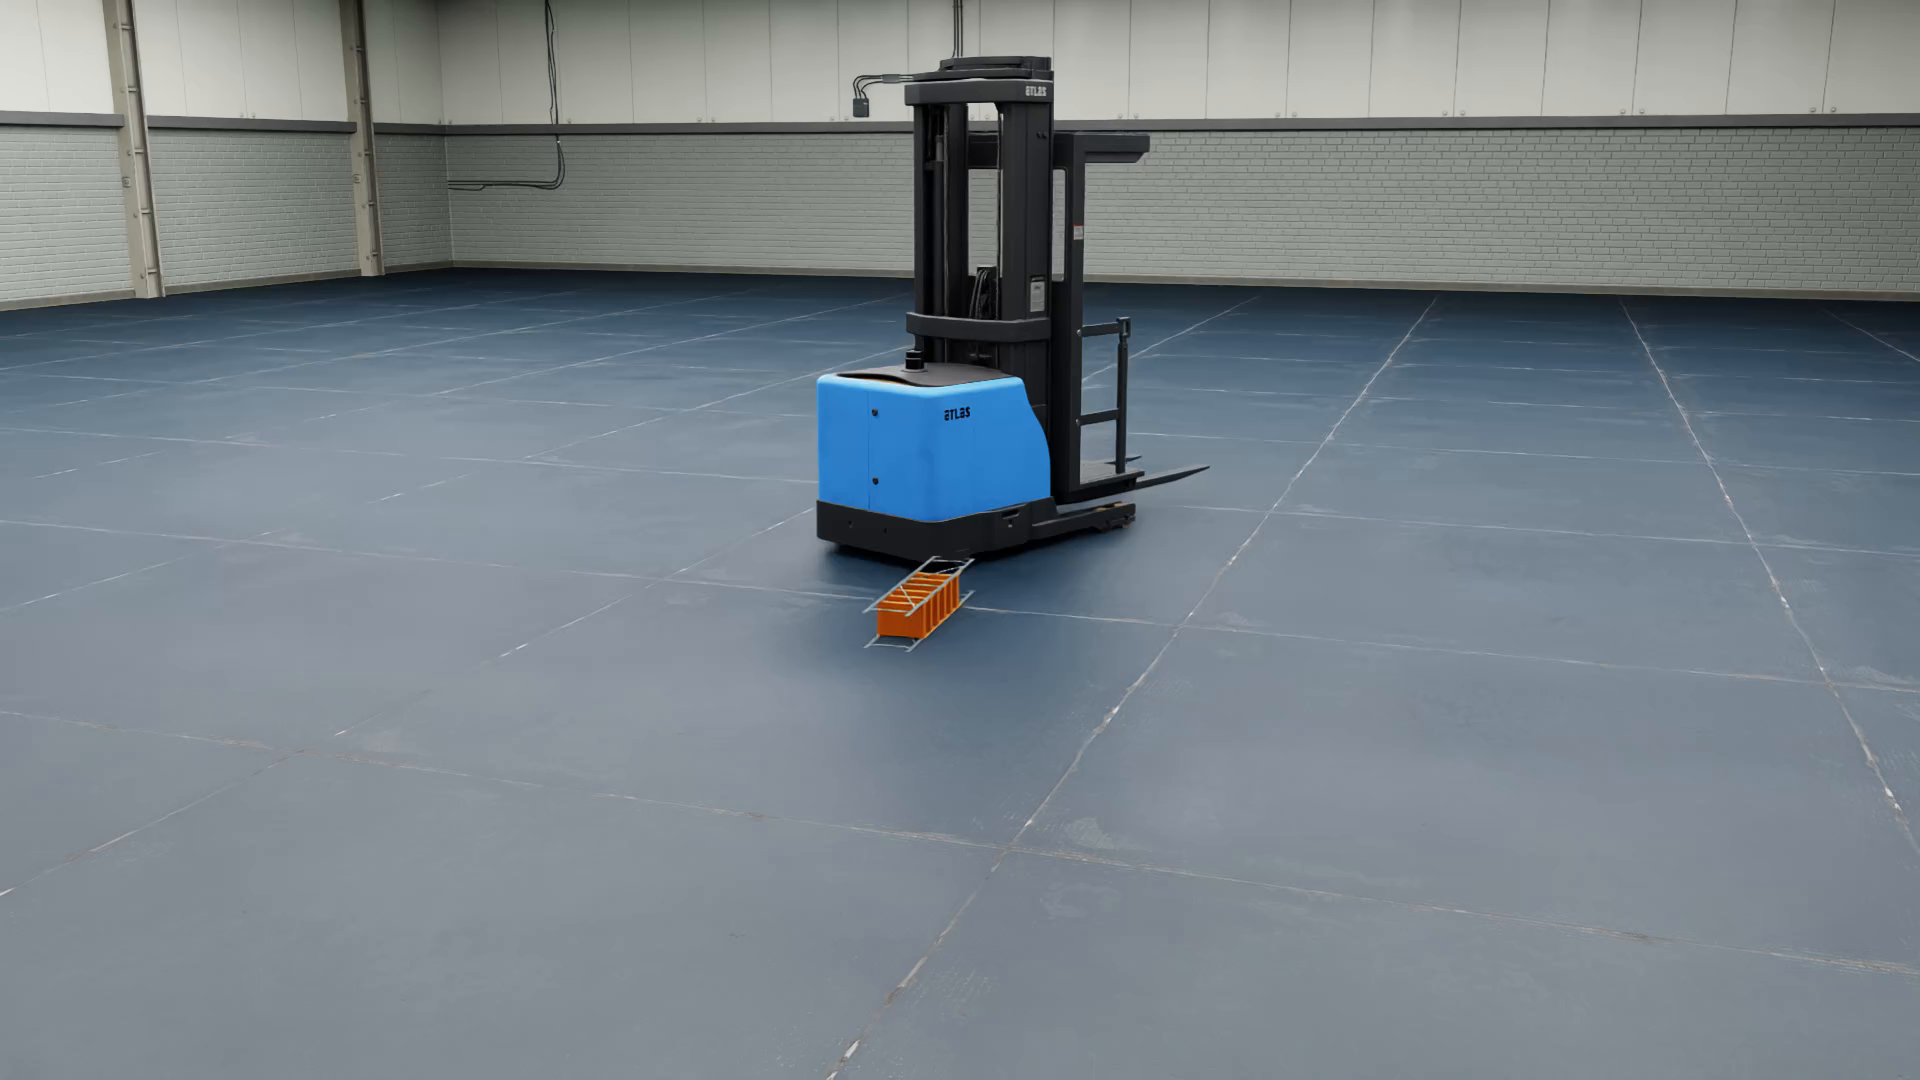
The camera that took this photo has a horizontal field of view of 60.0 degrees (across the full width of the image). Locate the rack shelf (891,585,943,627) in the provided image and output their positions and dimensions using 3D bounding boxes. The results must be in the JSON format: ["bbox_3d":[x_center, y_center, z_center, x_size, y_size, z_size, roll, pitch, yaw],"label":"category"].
[{"bbox_3d":[-0.220,0.337,8.573,0.258,0.180,0.103,4,14,16],"label":"rack shelf"}]

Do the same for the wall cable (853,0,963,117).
[{"bbox_3d":[-1.053,-11.396,32.553,2.305,6.003,0.169,4,14,18],"label":"wall cable"}]

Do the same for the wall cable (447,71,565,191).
[{"bbox_3d":[-10.031,-8.911,36.286,3.097,2.526,0.112,4,14,18],"label":"wall cable"}]

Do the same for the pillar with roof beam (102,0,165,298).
[{"bbox_3d":[-10.103,-8.327,26.747,9.100,9.000,0.400,4,14,18],"label":"pillar with roof beam"}]

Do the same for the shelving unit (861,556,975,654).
[{"bbox_3d":[-0.199,0.320,8.644,0.258,0.189,1.200,4,14,16],"label":"shelving unit"}]

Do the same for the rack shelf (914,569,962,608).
[{"bbox_3d":[-0.120,0.258,8.910,0.258,0.180,0.103,4,14,16],"label":"rack shelf"}]

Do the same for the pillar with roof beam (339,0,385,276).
[{"bbox_3d":[-8.162,-9.590,32.282,9.100,9.000,0.400,4,14,18],"label":"pillar with roof beam"}]

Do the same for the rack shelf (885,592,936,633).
[{"bbox_3d":[-0.253,0.363,8.461,0.258,0.180,0.103,4,14,16],"label":"rack shelf"}]

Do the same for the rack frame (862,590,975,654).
[{"bbox_3d":[-0.199,0.409,8.665,0.240,0.006,1.200,4,14,16],"label":"rack frame"}]

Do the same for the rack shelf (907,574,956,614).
[{"bbox_3d":[-0.154,0.284,8.798,0.258,0.180,0.103,4,14,16],"label":"rack shelf"}]

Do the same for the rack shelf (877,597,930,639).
[{"bbox_3d":[-0.286,0.390,8.348,0.258,0.180,0.103,4,14,16],"label":"rack shelf"}]

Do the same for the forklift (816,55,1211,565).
[{"bbox_3d":[0.497,-1.544,10.664,1.130,2.935,3.031,12,17,42],"label":"forklift"}]

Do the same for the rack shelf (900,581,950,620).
[{"bbox_3d":[-0.187,0.311,8.685,0.258,0.180,0.103,4,14,16],"label":"rack shelf"}]

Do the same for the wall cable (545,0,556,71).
[{"bbox_3d":[-7.471,-11.179,34.871,3.097,2.526,0.112,4,14,18],"label":"wall cable"}]

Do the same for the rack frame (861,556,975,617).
[{"bbox_3d":[-0.199,0.231,8.623,0.240,0.006,1.200,4,14,16],"label":"rack frame"}]
